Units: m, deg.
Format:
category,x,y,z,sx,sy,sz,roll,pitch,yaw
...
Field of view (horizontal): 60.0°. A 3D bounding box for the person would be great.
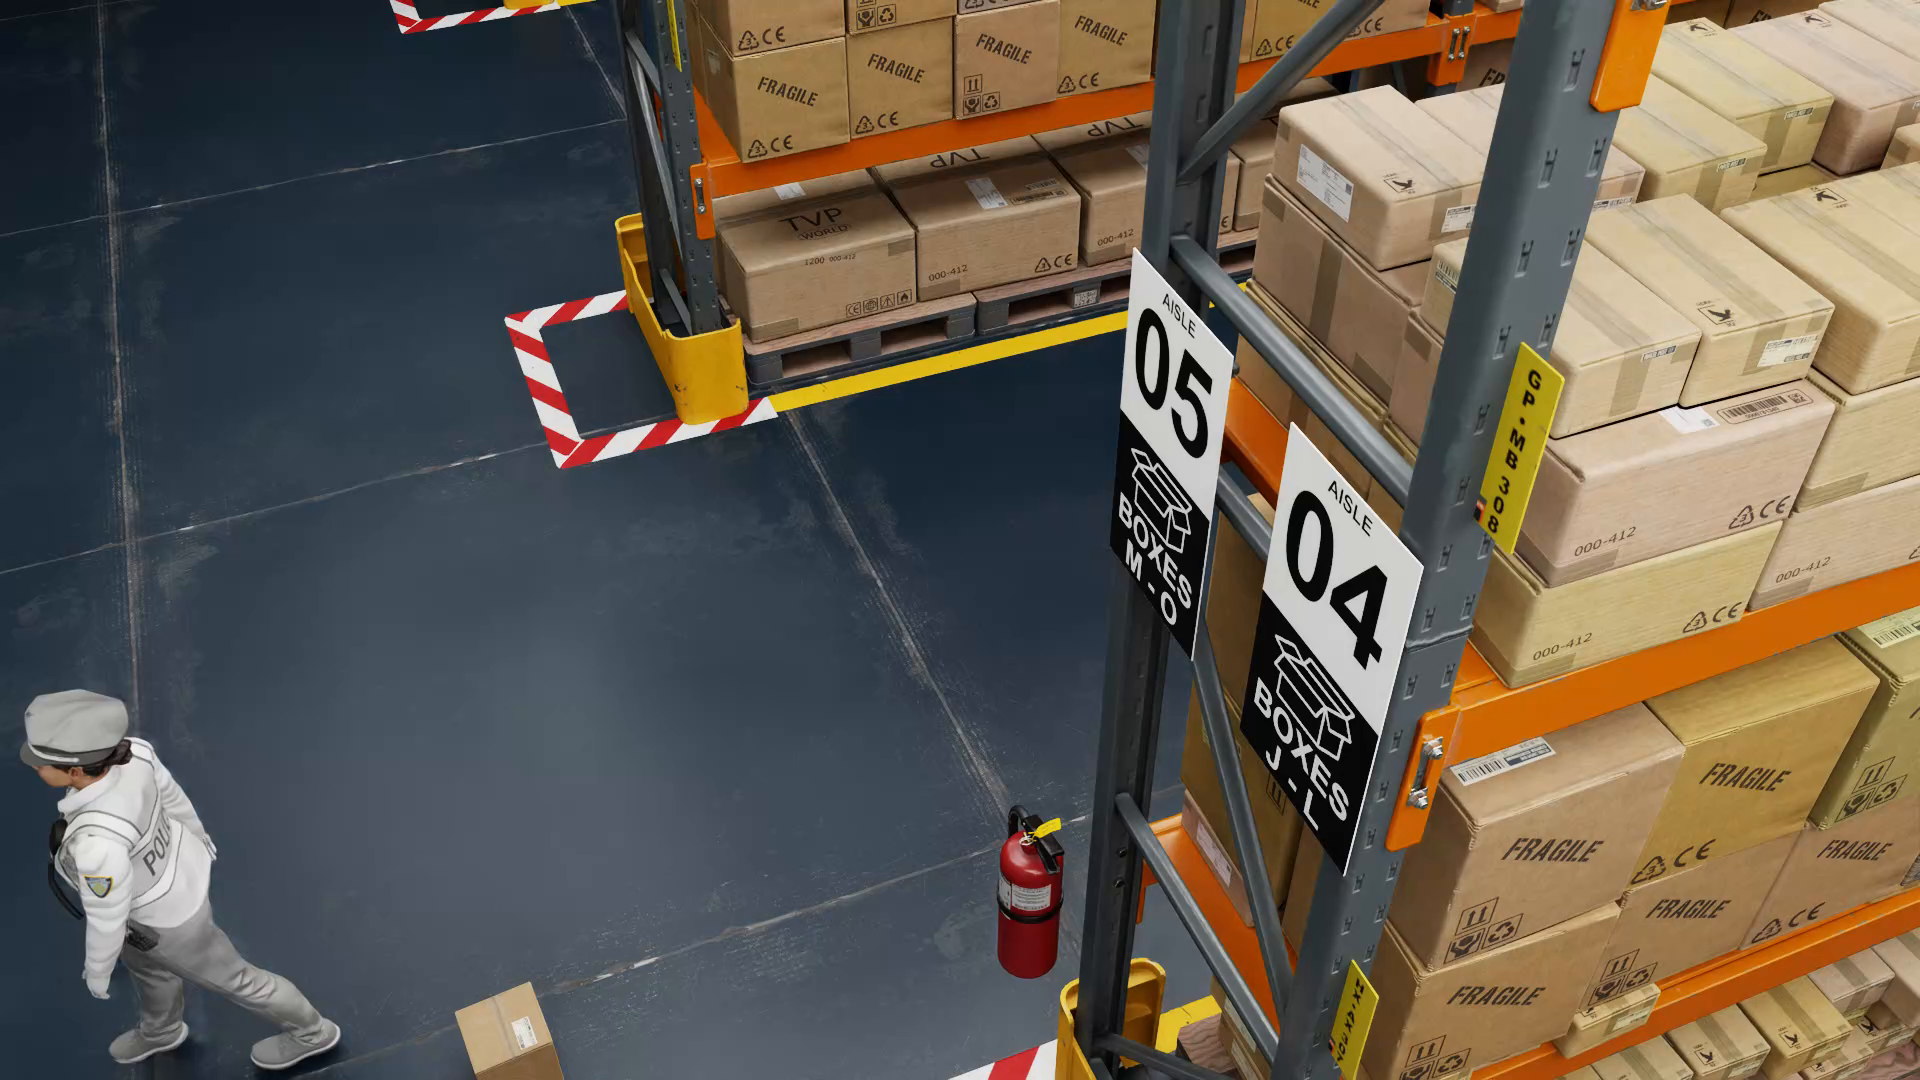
category,x,y,z,sx,sy,sz,roll,pitch,yaw
person,-2.425,1.084,4.946,0.761,1.709,0.551,-9,43,-10
